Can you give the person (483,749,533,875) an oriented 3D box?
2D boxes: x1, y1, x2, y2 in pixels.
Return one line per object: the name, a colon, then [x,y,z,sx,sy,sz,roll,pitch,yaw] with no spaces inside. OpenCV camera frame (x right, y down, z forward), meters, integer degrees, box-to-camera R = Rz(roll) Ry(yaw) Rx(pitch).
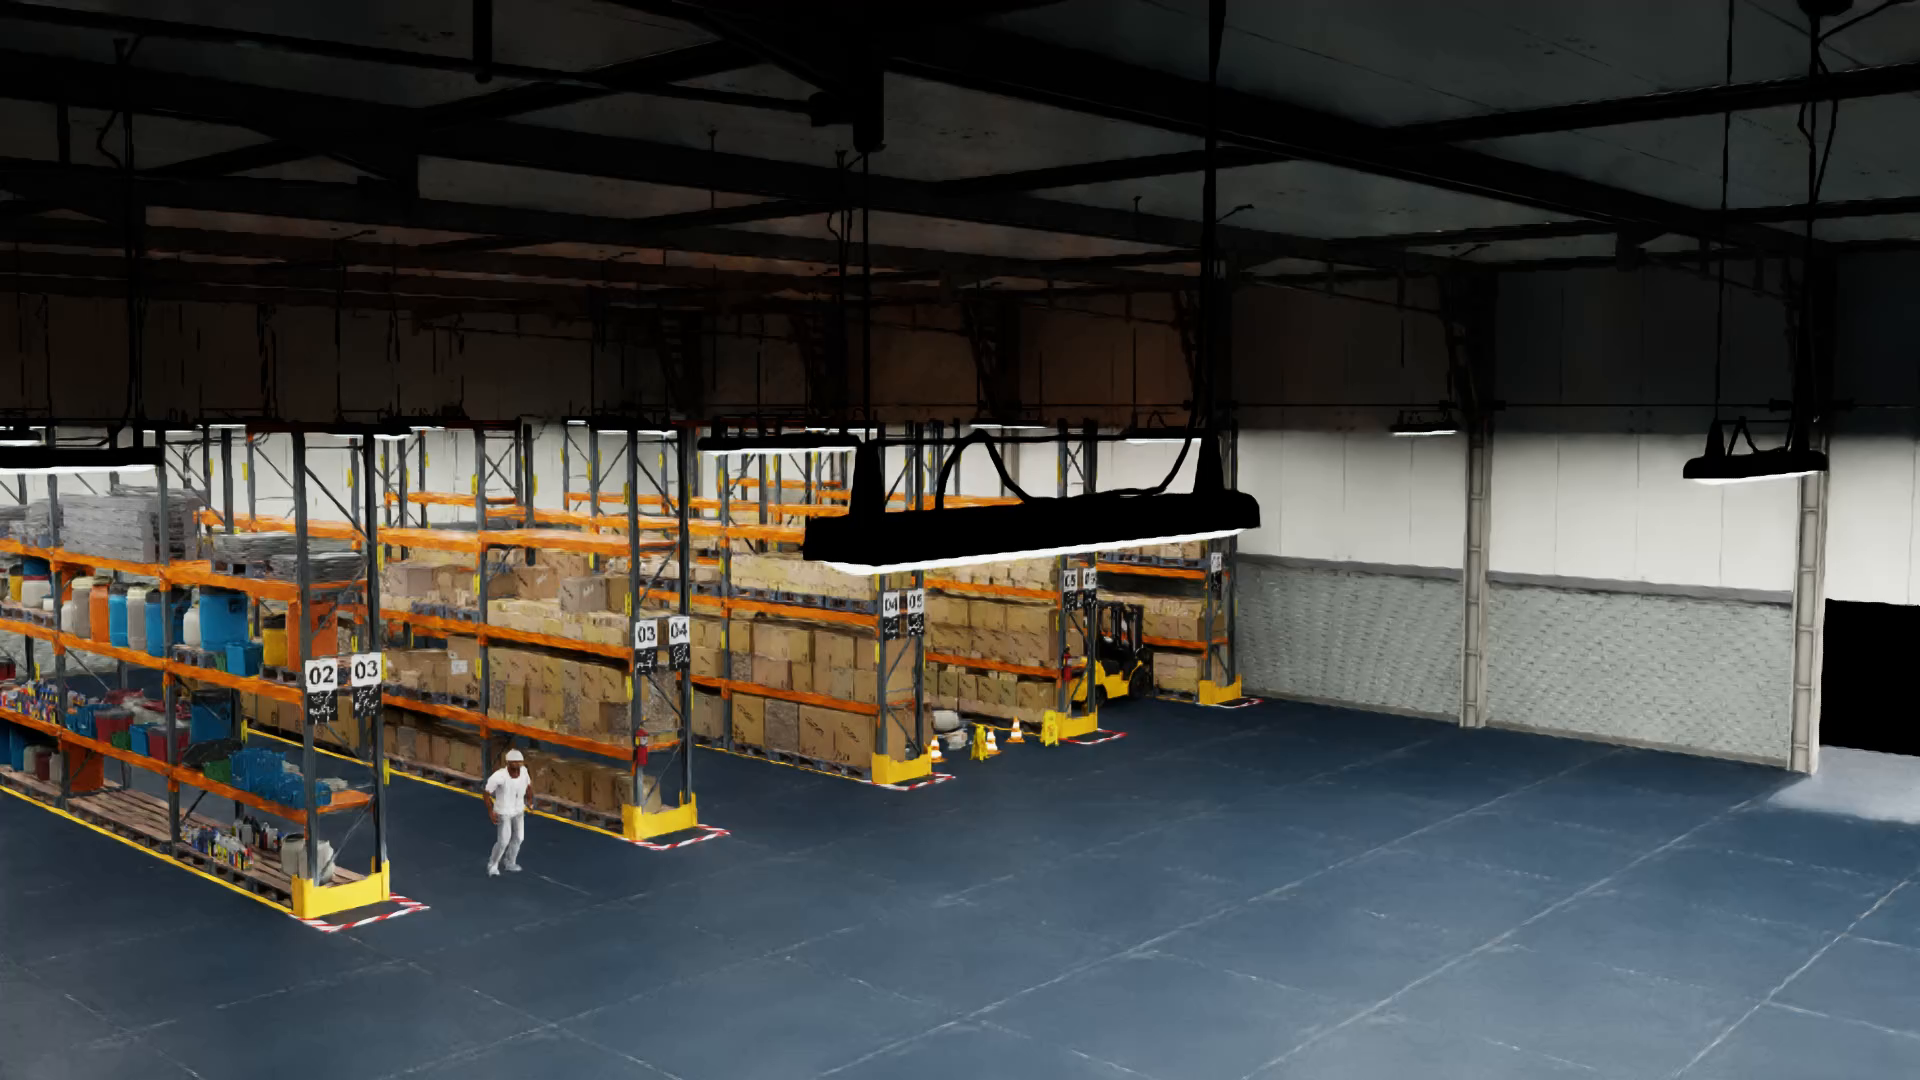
person: [-6.066,3.653,22.387,0.578,1.714,0.719,4,6,41]
